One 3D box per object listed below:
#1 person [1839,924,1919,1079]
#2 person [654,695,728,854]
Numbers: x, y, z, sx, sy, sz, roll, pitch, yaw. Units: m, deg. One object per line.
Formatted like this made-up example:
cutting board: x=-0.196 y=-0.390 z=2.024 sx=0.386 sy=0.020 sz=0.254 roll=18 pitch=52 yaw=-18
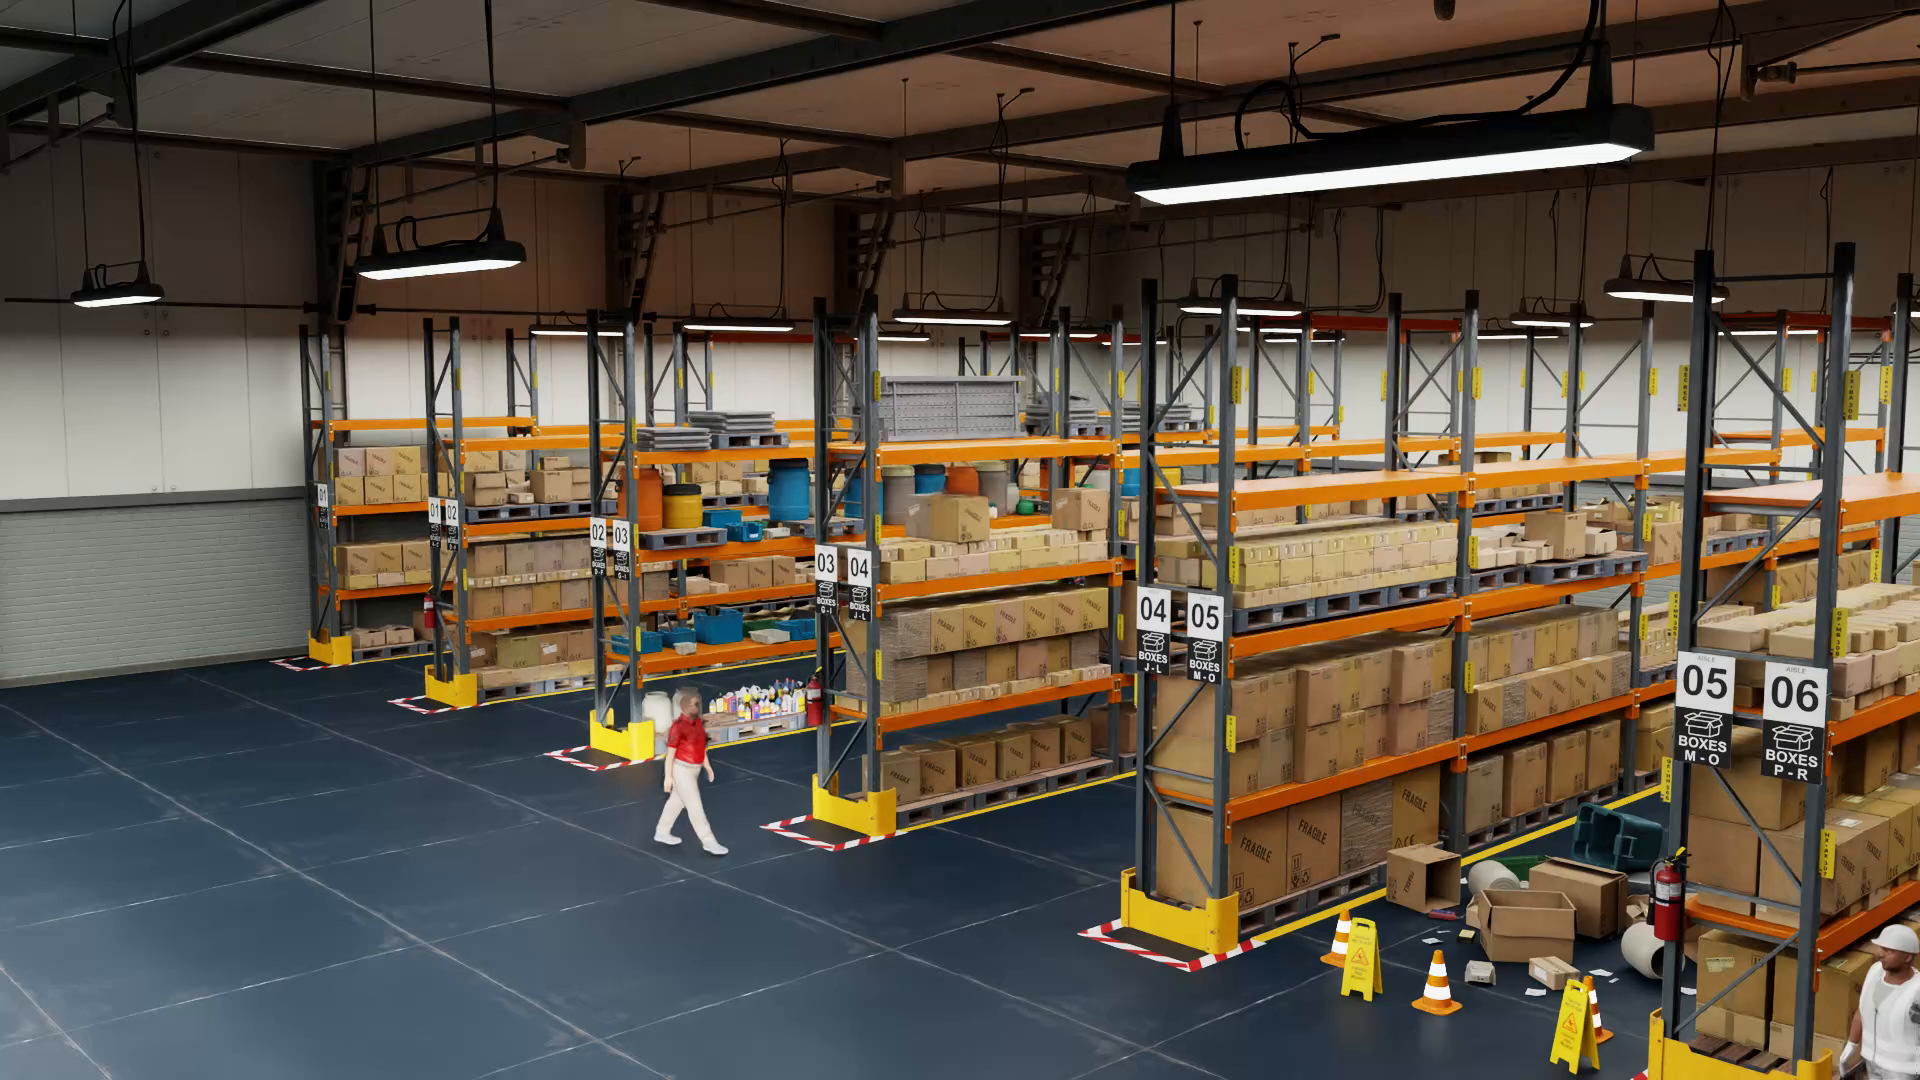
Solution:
person: x=5.687 y=3.238 z=10.255 sx=0.893 sy=1.747 sz=0.597 roll=-1 pitch=6 yaw=-11
person: x=-2.895 y=2.496 z=17.977 sx=0.985 sy=1.663 sz=0.587 roll=2 pitch=6 yaw=19
